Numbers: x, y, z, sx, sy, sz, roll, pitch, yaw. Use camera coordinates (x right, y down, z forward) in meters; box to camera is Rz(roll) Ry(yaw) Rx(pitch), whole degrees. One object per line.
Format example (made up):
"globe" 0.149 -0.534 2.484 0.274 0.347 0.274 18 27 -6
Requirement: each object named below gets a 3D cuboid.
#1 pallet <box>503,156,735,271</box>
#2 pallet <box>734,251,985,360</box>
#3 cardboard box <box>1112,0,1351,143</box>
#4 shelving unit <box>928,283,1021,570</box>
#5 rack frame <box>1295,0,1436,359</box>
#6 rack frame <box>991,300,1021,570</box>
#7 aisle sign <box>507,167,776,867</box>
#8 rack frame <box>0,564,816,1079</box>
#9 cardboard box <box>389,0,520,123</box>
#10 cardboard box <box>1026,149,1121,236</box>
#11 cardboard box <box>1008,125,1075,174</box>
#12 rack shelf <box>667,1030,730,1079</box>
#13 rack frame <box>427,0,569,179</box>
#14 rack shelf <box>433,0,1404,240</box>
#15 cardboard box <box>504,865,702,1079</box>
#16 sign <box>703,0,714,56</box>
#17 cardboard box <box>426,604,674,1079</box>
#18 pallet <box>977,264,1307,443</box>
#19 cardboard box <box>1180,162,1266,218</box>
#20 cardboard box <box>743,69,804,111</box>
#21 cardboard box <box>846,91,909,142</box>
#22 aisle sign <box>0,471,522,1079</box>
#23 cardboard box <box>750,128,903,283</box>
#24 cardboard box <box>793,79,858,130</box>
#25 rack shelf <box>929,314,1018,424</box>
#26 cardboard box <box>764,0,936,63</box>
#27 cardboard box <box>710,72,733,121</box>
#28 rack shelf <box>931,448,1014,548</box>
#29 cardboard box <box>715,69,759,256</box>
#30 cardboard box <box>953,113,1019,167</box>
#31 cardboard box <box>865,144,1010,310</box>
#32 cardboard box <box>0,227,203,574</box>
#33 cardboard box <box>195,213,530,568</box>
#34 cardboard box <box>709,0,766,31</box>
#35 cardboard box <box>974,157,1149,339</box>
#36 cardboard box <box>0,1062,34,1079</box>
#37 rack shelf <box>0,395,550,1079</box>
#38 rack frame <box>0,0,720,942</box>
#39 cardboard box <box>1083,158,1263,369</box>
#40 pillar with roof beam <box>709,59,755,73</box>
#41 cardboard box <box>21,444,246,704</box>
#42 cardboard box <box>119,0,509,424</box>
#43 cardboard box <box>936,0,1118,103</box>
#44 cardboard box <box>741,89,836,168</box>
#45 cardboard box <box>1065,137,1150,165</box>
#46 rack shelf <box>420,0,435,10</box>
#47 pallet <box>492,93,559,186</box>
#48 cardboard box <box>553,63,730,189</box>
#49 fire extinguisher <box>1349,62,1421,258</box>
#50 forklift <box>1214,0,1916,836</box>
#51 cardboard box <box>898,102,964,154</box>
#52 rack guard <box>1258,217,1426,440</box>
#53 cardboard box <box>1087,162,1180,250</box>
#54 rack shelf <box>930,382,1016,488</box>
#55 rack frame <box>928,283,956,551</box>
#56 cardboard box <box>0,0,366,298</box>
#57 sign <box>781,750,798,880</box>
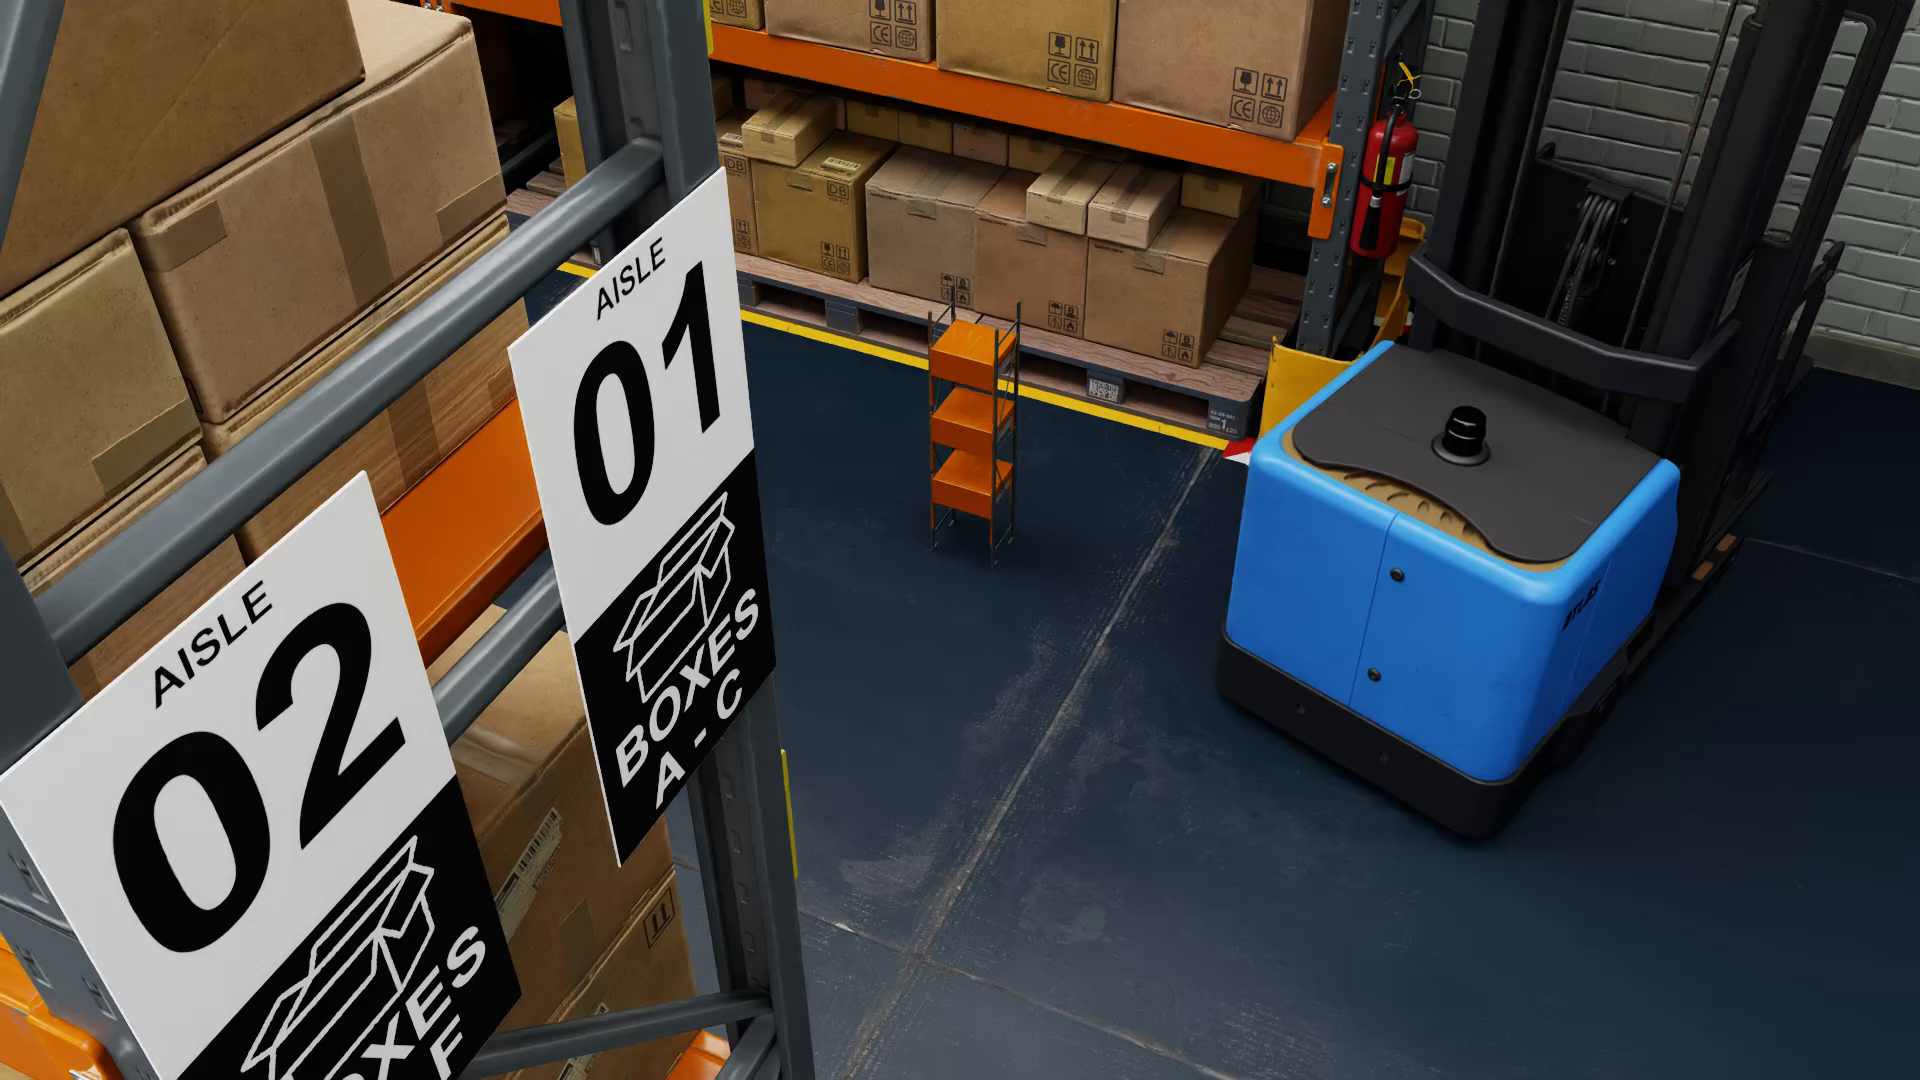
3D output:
"pallet" -1.410 -1.602 7.937 1.213 0.211 1.003 17 44 19
"pallet" -0.301 -1.265 7.548 1.213 0.211 1.003 17 44 19
"cardboard box" 1.092 -2.054 6.100 0.700 0.700 0.980 19 44 21
"shelving unit" 0.048 -0.382 5.889 0.252 1.050 0.215 17 44 19
"rack frame" 1.559 -1.805 6.042 0.127 3.000 1.000 17 44 19
"rack frame" 0.159 -0.348 5.850 0.008 1.050 0.200 17 44 19
"aisle sign" -0.347 -0.002 1.977 0.004 0.787 0.394 17 44 19
"rack frame" -0.532 1.136 2.649 0.127 3.000 1.000 17 44 19
"cardboard box" -2.710 -2.362 8.006 0.750 0.750 0.750 17 44 19
"cardboard box" 0.457 -1.397 6.664 0.250 0.149 0.380 18 44 20
"cardboard box" 0.394 -1.692 7.005 0.250 0.149 0.380 17 44 19
"rack shelf" -2.345 0.854 3.524 4.000 0.370 1.077 17 44 19
"rack frame" -2.066 -2.913 7.320 0.127 3.000 1.000 17 44 19
"rack shelf" -0.254 -2.087 6.917 4.000 0.370 1.077 17 44 19
"cardboard box" -0.823 0.819 2.939 0.500 0.500 0.500 18 44 20
"sign" -0.303 -0.650 1.752 0.005 0.325 0.100 17 44 19
"cardboard box" -0.823 0.441 2.611 0.500 0.500 0.500 18 44 20
"pallet" 0.801 -0.926 7.158 1.213 0.211 1.003 17 44 19
"cardboard box" 1.080 -1.483 6.763 0.250 0.149 0.380 17 44 19
"cardboard box" -0.762 -2.045 7.412 0.250 0.149 0.380 16 43 17
"cardboard box" -0.299 -1.903 7.248 0.250 0.149 0.380 16 43 18
"aisle sign" -0.600 0.355 1.566 0.004 0.787 0.394 17 44 19
"cardboard box" -0.514 -1.574 7.364 0.500 0.500 0.700 18 44 20
"cardboard box" -0.533 -1.974 7.330 0.250 0.149 0.380 17 44 19
"rack shelf" 0.048 -0.588 5.710 0.240 0.259 0.215 17 44 19
"cardboard box" -0.259 -2.465 6.575 0.700 0.700 0.980 15 43 17
"cardboard box" -1.199 -1.901 7.246 0.250 0.149 0.380 18 44 20
"rack shelf" 0.048 -0.164 6.078 0.240 0.259 0.215 17 44 19
"cardboard box" -0.978 -1.718 7.530 0.500 0.500 0.700 17 44 18
"cardboard box" 0.163 -1.762 7.086 0.250 0.149 0.380 18 44 19
"cardboard box" -0.028 -1.431 7.199 0.500 0.500 0.700 16 43 17
"cardboard box" -1.106 -0.120 1.541 0.500 0.250 0.500 17 44 19
"cardboard box" -0.891 -0.234 2.054 0.500 0.250 0.500 17 44 19
"cardboard box" -0.922 -2.661 6.801 0.700 0.700 0.980 16 43 18
"cardboard box" 0.428 -1.292 7.039 0.500 0.500 0.700 17 44 19
"cardboard box" -1.052 0.761 2.243 0.500 0.500 0.500 17 44 18
"rack shelf" -2.345 -0.279 2.541 4.000 0.370 1.077 17 44 19
"rack frame" -0.532 -1.131 0.684 0.127 3.000 1.000 17 44 19
"cardboard box" 0.882 -1.154 6.879 0.500 0.500 0.700 17 44 19
"pillar with roof beam" -2.886 -2.944 2.776 0.400 9.000 9.100 17 44 19
"cardboard box" -1.110 0.074 1.699 0.500 0.250 0.500 17 44 19
"cardboard box" -0.888 -0.426 1.894 0.500 0.250 0.500 17 44 19
"cardboard box" 0.428 -2.249 6.325 0.700 0.700 0.980 17 44 18
"cardboard box" -0.726 -1.757 7.079 0.250 0.149 0.380 16 43 17
"cardboard box" 0.620 -1.623 6.925 0.250 0.149 0.380 17 44 19
"rack shelf" -3.879 -3.195 8.195 4.000 0.370 1.077 17 44 19
"pallet" -2.797 -2.028 8.429 1.213 0.211 1.003 17 44 19
"cardboard box" -1.432 -1.859 7.692 0.500 0.500 0.700 18 44 19
"fire extinguisher" 1.500 -1.319 5.826 0.183 0.674 0.296 17 44 19
"forklift" 2.211 -1.084 5.263 1.130 2.935 3.031 30 49 30
"cardboard box" -0.070 -1.833 7.167 0.250 0.149 0.380 17 44 19
"rack guard" 1.580 -0.854 6.853 0.348 0.500 1.175 17 44 19
"cardboard box" 0.688 -1.326 6.583 0.250 0.149 0.380 16 44 18
"rack shelf" 0.048 -0.374 5.896 0.240 0.259 0.215 17 44 19
"rack frame" -0.062 -0.416 5.928 0.008 1.050 0.200 17 44 19
"cardboard box" -1.005 -0.545 1.459 0.500 0.500 0.700 17 44 19
"sign" -0.303 0.487 2.737 0.005 0.325 0.100 17 44 19
